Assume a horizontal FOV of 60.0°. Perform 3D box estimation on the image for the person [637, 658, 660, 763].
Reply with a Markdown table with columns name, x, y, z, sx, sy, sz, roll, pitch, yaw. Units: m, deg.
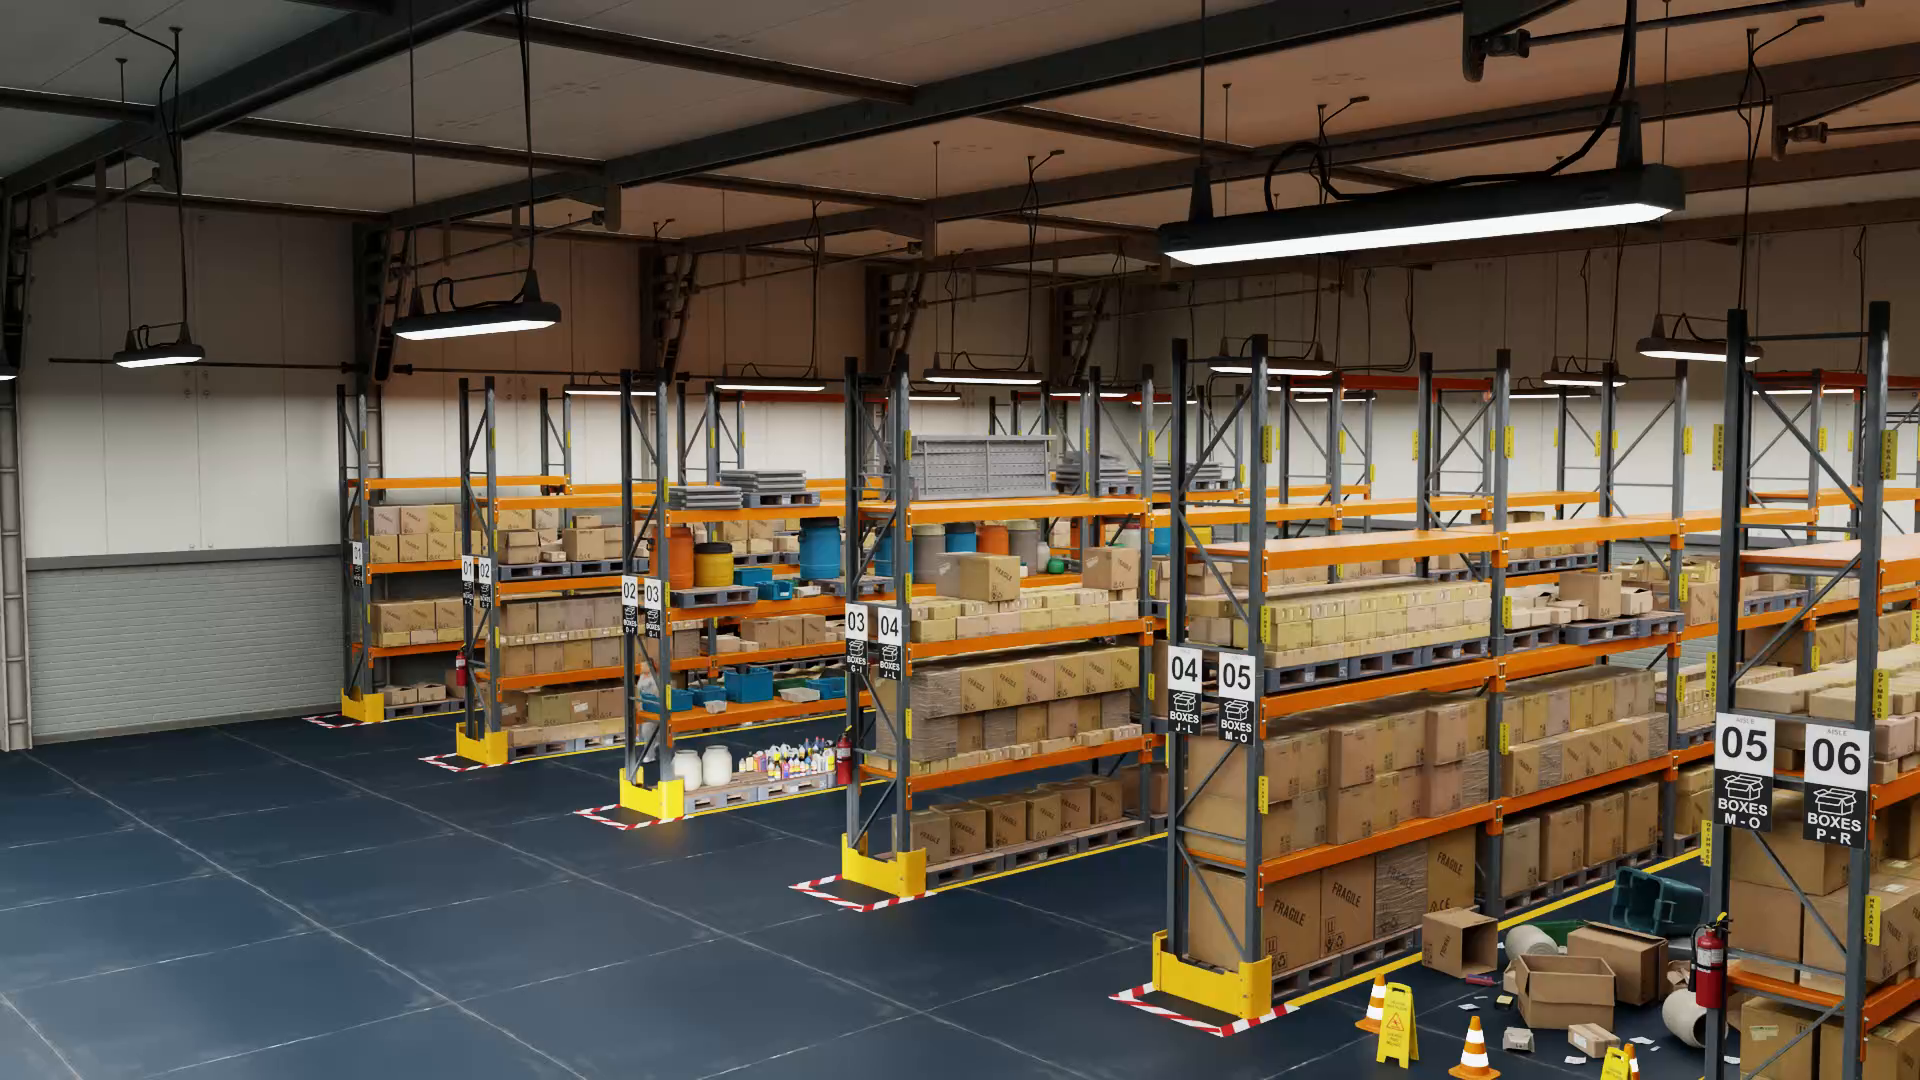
| name | x | y | z | sx | sy | sz | roll | pitch | yaw |
| --- | --- | --- | --- | --- | --- | --- | --- | --- | --- |
| person | -4.830 | 2.626 | 25.981 | 0.576 | 1.645 | 0.641 | -3 | 5 | -42 |

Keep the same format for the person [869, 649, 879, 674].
| name | x | y | z | sx | sy | sz | roll | pitch | yaw |
| --- | --- | --- | --- | --- | --- | --- | --- | --- | --- |
| person | -1.320 | 2.512 | 29.495 | 1.058 | 1.412 | 0.734 | -3 | 5 | -36 |
